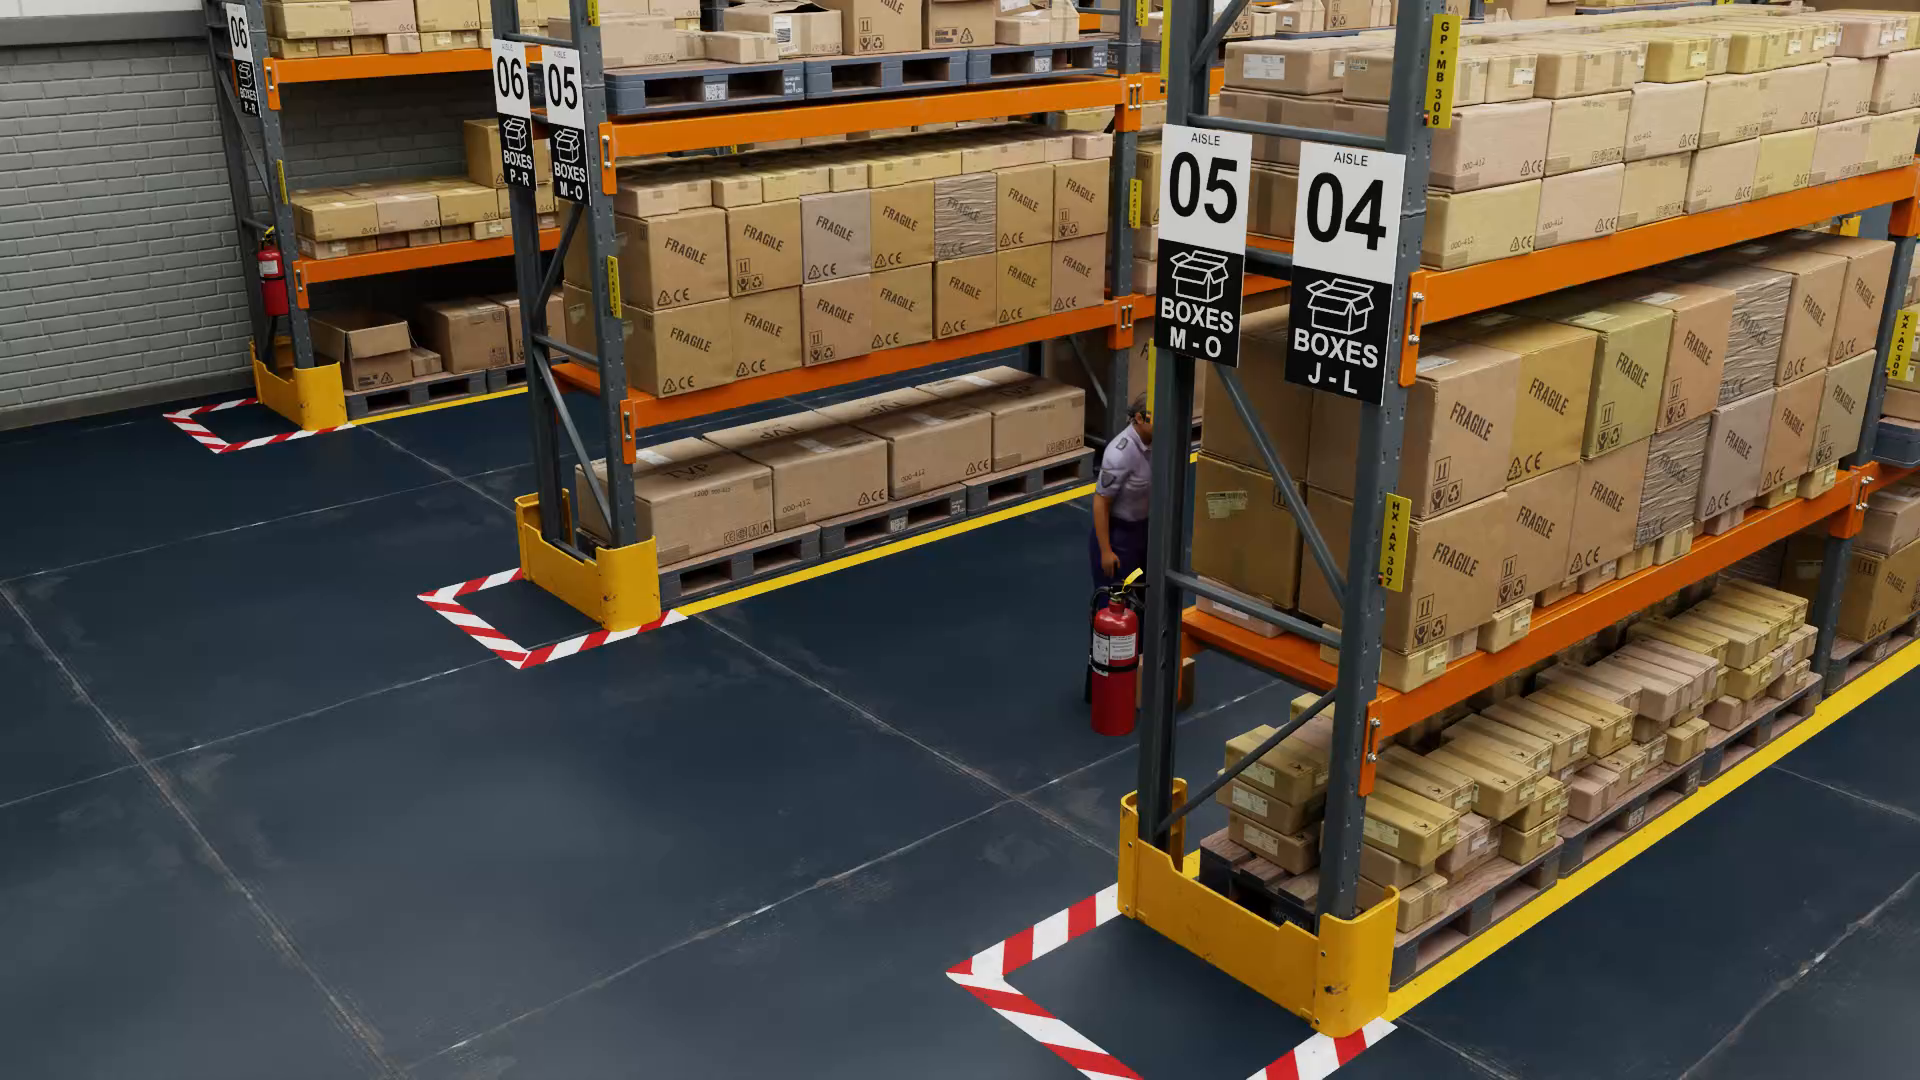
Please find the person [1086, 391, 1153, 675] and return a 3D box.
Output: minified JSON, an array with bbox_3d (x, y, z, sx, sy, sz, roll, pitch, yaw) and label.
[{"bbox_3d":[0.898,0.034,8.526,0.556,1.636,0.425,-19,28,-40],"label":"person"}]
